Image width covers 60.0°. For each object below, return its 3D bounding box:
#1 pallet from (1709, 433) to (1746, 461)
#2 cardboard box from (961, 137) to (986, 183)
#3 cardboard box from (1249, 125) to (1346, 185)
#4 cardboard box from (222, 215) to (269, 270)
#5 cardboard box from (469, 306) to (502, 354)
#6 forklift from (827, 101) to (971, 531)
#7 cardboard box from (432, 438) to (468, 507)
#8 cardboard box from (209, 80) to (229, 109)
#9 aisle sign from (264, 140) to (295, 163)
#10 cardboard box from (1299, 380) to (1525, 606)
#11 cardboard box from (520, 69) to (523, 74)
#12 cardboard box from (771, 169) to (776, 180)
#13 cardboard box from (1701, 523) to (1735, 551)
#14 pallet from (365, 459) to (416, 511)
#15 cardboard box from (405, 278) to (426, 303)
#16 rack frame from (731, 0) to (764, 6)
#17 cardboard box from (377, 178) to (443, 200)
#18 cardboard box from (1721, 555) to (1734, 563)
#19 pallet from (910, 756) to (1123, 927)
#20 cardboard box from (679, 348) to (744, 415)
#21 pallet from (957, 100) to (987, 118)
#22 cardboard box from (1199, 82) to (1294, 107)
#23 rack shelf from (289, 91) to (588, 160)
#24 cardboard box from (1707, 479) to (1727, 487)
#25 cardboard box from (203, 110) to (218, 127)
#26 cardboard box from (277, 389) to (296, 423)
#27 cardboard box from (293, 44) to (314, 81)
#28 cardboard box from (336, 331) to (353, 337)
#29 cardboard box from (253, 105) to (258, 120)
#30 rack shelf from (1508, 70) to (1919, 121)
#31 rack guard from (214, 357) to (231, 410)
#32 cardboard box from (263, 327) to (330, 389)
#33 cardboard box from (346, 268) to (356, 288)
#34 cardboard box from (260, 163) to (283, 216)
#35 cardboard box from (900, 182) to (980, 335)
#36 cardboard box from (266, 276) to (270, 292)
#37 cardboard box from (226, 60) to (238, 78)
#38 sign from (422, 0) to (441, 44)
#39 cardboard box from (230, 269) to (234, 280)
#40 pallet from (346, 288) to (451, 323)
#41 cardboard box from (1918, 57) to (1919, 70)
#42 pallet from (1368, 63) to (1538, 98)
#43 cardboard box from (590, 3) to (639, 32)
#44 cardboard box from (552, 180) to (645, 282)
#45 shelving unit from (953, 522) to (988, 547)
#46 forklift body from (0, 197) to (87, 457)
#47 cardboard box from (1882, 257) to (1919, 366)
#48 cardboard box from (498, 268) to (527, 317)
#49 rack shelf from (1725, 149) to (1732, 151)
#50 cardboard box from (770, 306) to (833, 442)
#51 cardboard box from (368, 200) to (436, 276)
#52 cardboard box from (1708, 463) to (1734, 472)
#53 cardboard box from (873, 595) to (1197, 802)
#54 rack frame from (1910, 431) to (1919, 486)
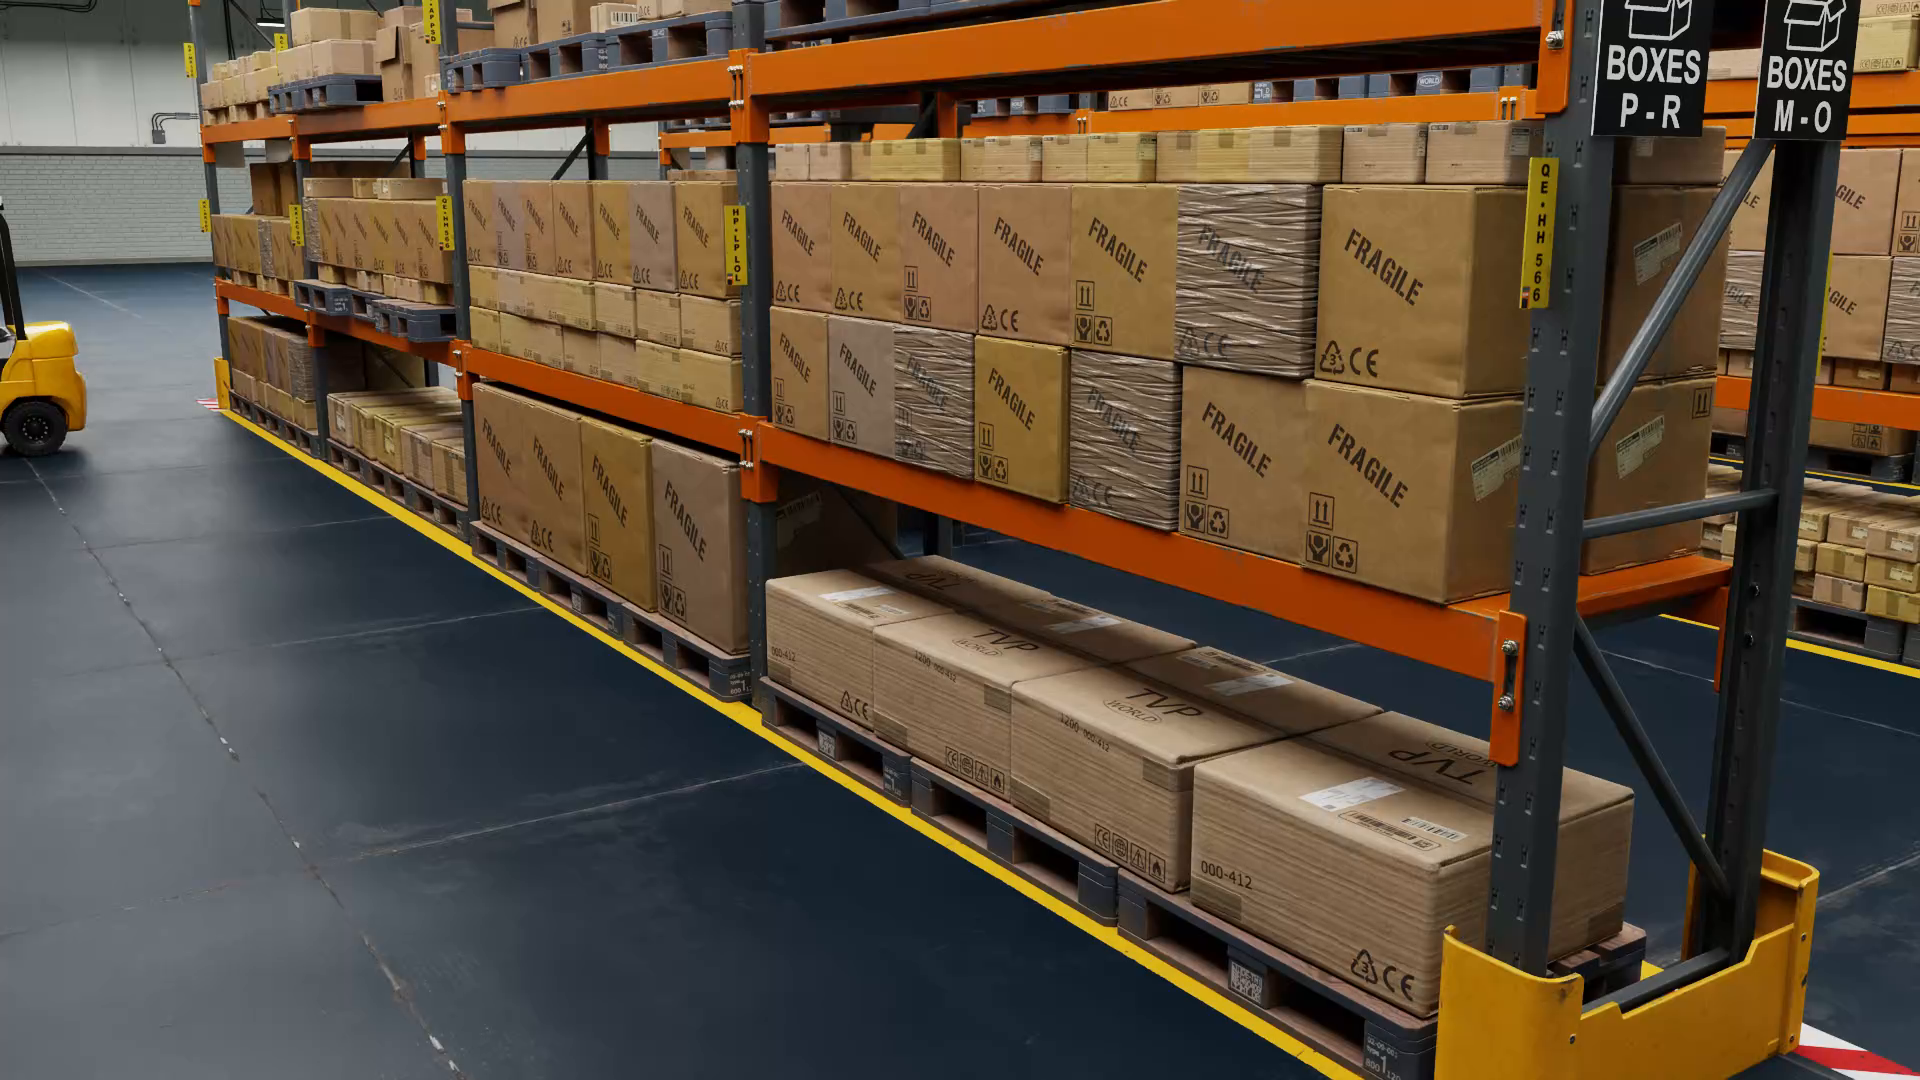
[{"bbox_3d":[6.597,-0.921,14.578,1.003,0.211,1.213,-8,15,-33],"label":"pallet"},{"bbox_3d":[0.226,-1.311,5.741,0.380,0.149,0.250,-8,15,-33],"label":"cardboard box"},{"bbox_3d":[0.995,-1.026,4.438,0.380,0.149,0.250,-8,15,-33],"label":"cardboard box"},{"bbox_3d":[-6.810,-2.884,16.098,0.500,0.500,0.500,-8,14,-31],"label":"cardboard box"},{"bbox_3d":[-2.637,-1.286,10.071,0.500,0.250,0.500,-8,15,-34],"label":"cardboard box"},{"bbox_3d":[-0.648,-1.754,12.023,1.130,2.935,3.031,-6,14,-24],"label":"forklift"},{"bbox_3d":[-3.003,-0.499,11.290,0.950,0.372,0.625,-9,15,-37],"label":"cardboard box"},{"bbox_3d":[-6.803,-4.224,15.791,0.500,0.250,0.500,-8,15,-34],"label":"cardboard box"},{"bbox_3d":[-6.924,-4.214,17.025,0.394,0.787,0.004,-8,15,-33],"label":"aisle sign"},{"bbox_3d":[1.246,-0.156,4.322,0.500,0.500,0.500,-8,15,-32],"label":"cardboard box"},{"bbox_3d":[-2.873,-2.997,10.839,0.396,0.266,0.258,-8,15,-33],"label":"cardboard box"},{"bbox_3d":[-1.427,-3.546,17.176,0.875,0.550,0.550,-8,15,-33],"label":"cardboard box"},{"bbox_3d":[4.177,-0.050,9.064,0.380,0.149,0.250,-7,14,-30],"label":"cardboard box"},{"bbox_3d":[-3.802,-0.470,12.515,1.003,0.211,1.213,-8,15,-33],"label":"pallet"},{"bbox_3d":[-3.462,-1.667,11.070,0.380,0.149,0.250,-8,15,-33],"label":"cardboard box"},{"bbox_3d":[-0.482,-3.695,6.695,1.000,3.000,0.127,-8,15,-33],"label":"rack frame"},{"bbox_3d":[-3.840,-2.450,11.611,0.380,0.149,0.250,-9,15,-35],"label":"cardboard box"},{"bbox_3d":[4.269,0.148,8.854,0.380,0.149,0.250,-9,15,-34],"label":"cardboard box"},{"bbox_3d":[0.554,0.959,5.980,1.003,0.211,1.213,-8,15,-33],"label":"pallet"},{"bbox_3d":[-0.941,-0.741,7.581,0.500,0.250,0.500,-9,15,-34],"label":"cardboard box"},{"bbox_3d":[0.343,-3.760,14.453,1.003,0.211,1.213,-7,14,-30],"label":"pallet"},{"bbox_3d":[2.025,-3.285,11.605,0.500,0.500,0.500,-8,15,-33],"label":"cardboard box"},{"bbox_3d":[-3.807,-2.946,11.972,1.077,0.370,4.000,-8,15,-33],"label":"rack shelf"},{"bbox_3d":[4.049,-0.247,9.267,0.380,0.149,0.250,-9,15,-34],"label":"cardboard box"},{"bbox_3d":[-7.217,-4.144,16.356,0.380,0.149,0.250,-8,15,-33],"label":"cardboard box"},{"bbox_3d":[-5.769,-1.216,14.854,0.500,0.250,0.500,-9,15,-34],"label":"cardboard box"},{"bbox_3d":[-4.643,-3.543,12.389,0.500,0.250,0.500,-8,15,-34],"label":"cardboard box"},{"bbox_3d":[-5.323,-1.646,15.066,0.500,0.500,0.500,-7,14,-30],"label":"cardboard box"},{"bbox_3d":[-6.121,-3.836,14.949,0.380,0.149,0.250,-8,15,-33],"label":"cardboard box"},{"bbox_3d":[4.691,-2.127,8.228,1.077,0.370,4.000,-8,15,-33],"label":"rack shelf"},{"bbox_3d":[-7.089,-1.664,17.301,1.175,0.500,0.348,-8,15,-33],"label":"rack guard"},{"bbox_3d":[-6.033,-1.670,15.174,0.500,0.500,0.500,-7,14,-30],"label":"cardboard box"},{"bbox_3d":[-4.412,-1.997,12.575,0.380,0.149,0.250,-8,15,-32],"label":"cardboard box"},{"bbox_3d":[-6.392,-3.425,16.233,0.700,0.500,0.500,-8,15,-32],"label":"cardboard box"},{"bbox_3d":[0.129,-1.005,5.864,0.500,0.500,0.500,-8,15,-32],"label":"cardboard box"},{"bbox_3d":[-6.029,-2.315,15.014,0.380,0.149,0.250,-8,15,-34],"label":"cardboard box"},{"bbox_3d":[-6.493,-4.306,15.233,0.380,0.149,0.250,-8,14,-31],"label":"cardboard box"},{"bbox_3d":[-3.151,-3.130,9.922,0.100,0.325,0.005,-8,15,-33],"label":"sign"},{"bbox_3d":[-7.115,-2.691,16.734,0.380,0.149,0.250,-8,15,-33],"label":"cardboard box"},{"bbox_3d":[-3.829,-1.729,12.198,1.003,0.211,1.213,-8,15,-33],"label":"pallet"},{"bbox_3d":[4.774,-2.278,7.589,0.500,0.250,0.500,-7,14,-30],"label":"cardboard box"},{"bbox_3d":[3.329,-2.864,10.357,1.213,0.211,1.003,-8,15,-33],"label":"pallet"},{"bbox_3d":[-1.655,-2.639,8.453,0.380,0.166,0.250,-7,14,-28],"label":"cardboard box"},{"bbox_3d":[-1.795,-1.625,8.699,0.500,0.500,0.500,-8,15,-32],"label":"cardboard box"},{"bbox_3d":[0.030,-0.503,10.706,0.215,1.050,0.252,-8,15,-33],"label":"shelving unit"},{"bbox_3d":[-8.692,-1.775,13.942,2.313,2.155,1.214,-8,15,-33],"label":"forklift body"},{"bbox_3d":[4.766,-1.082,7.857,0.500,0.500,0.500,-8,15,-33],"label":"cardboard box"},{"bbox_3d":[-2.338,-1.435,9.585,0.500,0.250,0.500,-8,15,-31],"label":"cardboard box"},{"bbox_3d":[10.476,-6.002,25.948,1.077,0.370,4.000,-8,15,-33],"label":"rack shelf"},{"bbox_3d":[-0.440,-0.699,6.802,0.500,0.500,0.500,-8,14,-31],"label":"cardboard box"},{"bbox_3d":[-3.758,-2.103,11.546,0.500,0.500,0.500,-9,15,-37],"label":"cardboard box"},{"bbox_3d":[4.315,-0.355,9.761,0.380,0.149,0.250,-8,15,-33],"label":"cardboard box"},{"bbox_3d":[0.273,0.566,6.269,0.875,0.438,0.875,-9,15,-34],"label":"cardboard box"},{"bbox_3d":[7.768,-1.937,12.700,1.000,3.000,0.127,-8,15,-33],"label":"rack frame"}]
